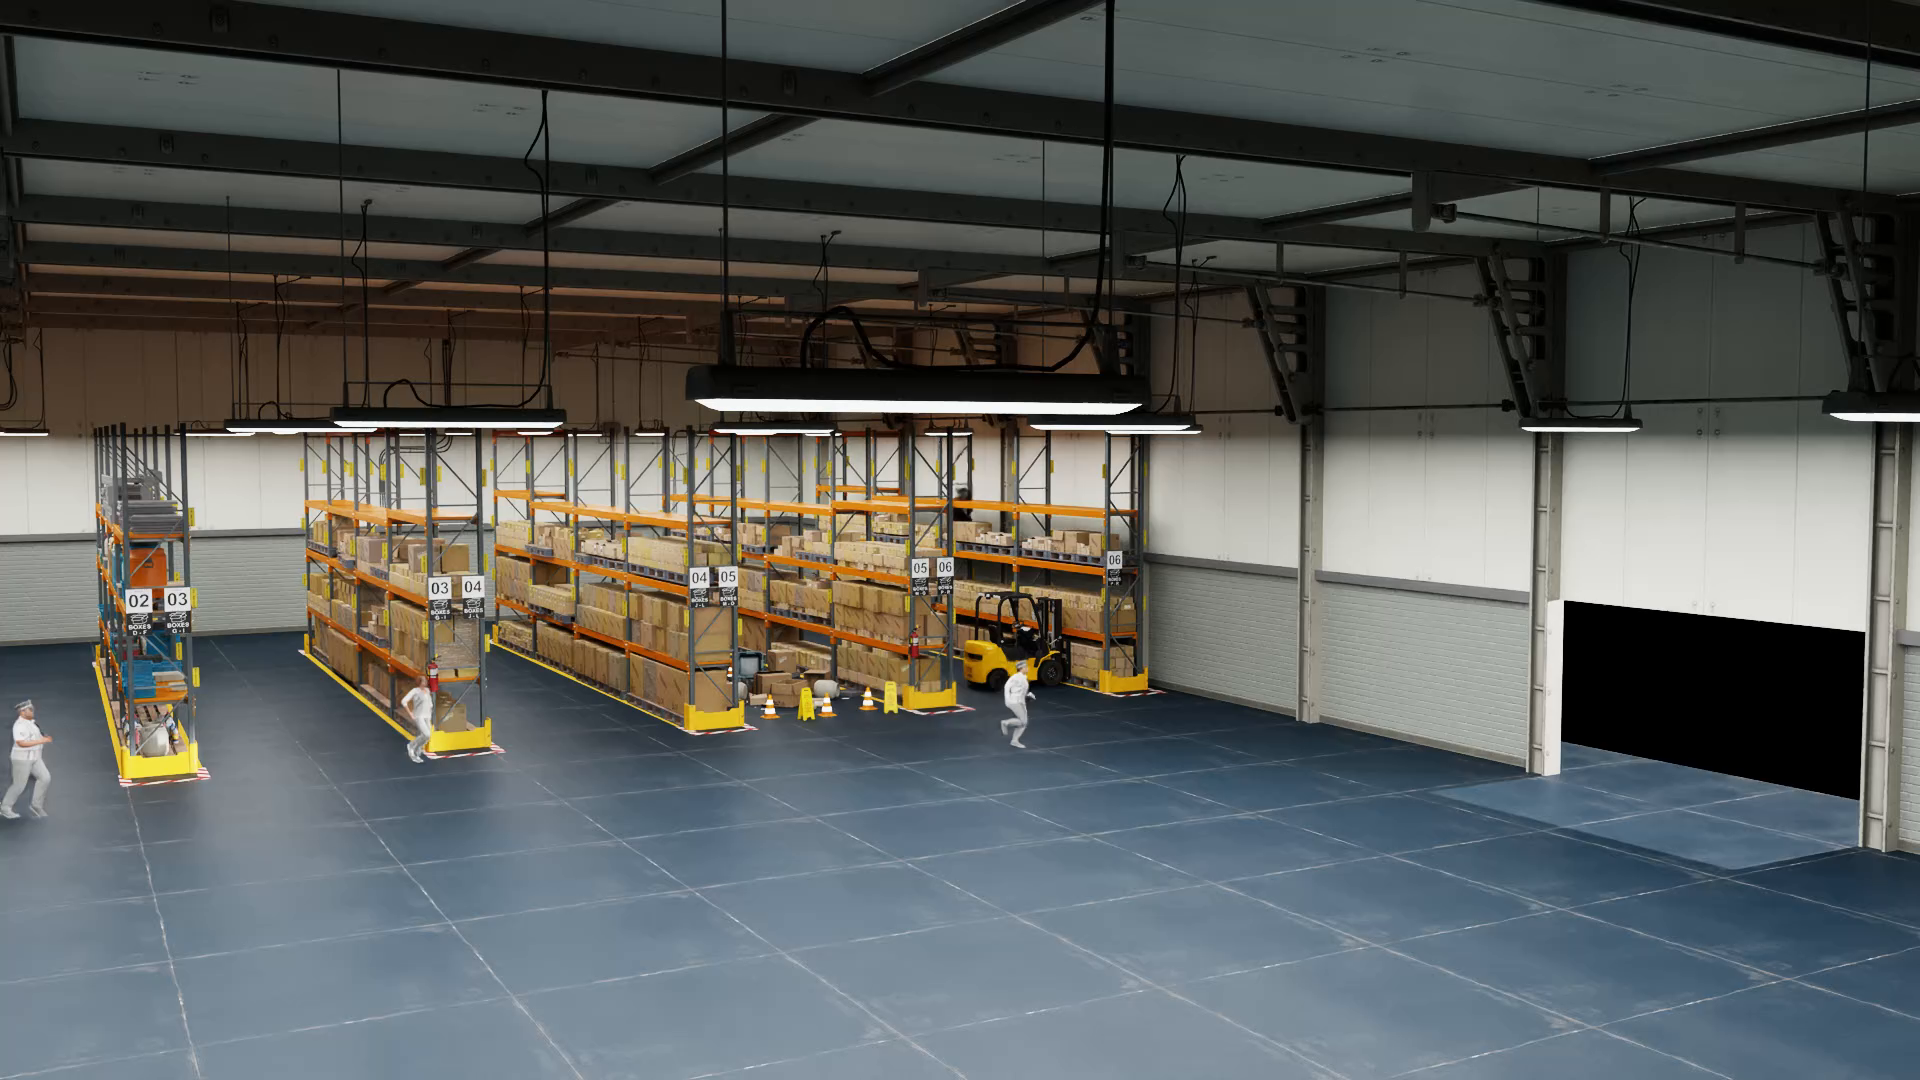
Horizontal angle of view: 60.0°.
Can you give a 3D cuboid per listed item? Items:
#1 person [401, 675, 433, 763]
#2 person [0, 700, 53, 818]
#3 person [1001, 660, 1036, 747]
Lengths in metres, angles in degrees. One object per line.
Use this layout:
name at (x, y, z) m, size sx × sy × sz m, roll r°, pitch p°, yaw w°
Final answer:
person at (-9.524, 3.167, 29.454) m, size 0.478 × 1.545 × 0.540 m, roll 1°, pitch 4°, yaw 22°
person at (-14.028, 3.330, 25.009) m, size 0.765 × 1.865 × 0.663 m, roll 0°, pitch 3°, yaw -7°
person at (1.081, 3.044, 30.981) m, size 0.640 × 1.649 × 0.637 m, roll 2°, pitch 4°, yaw 26°
